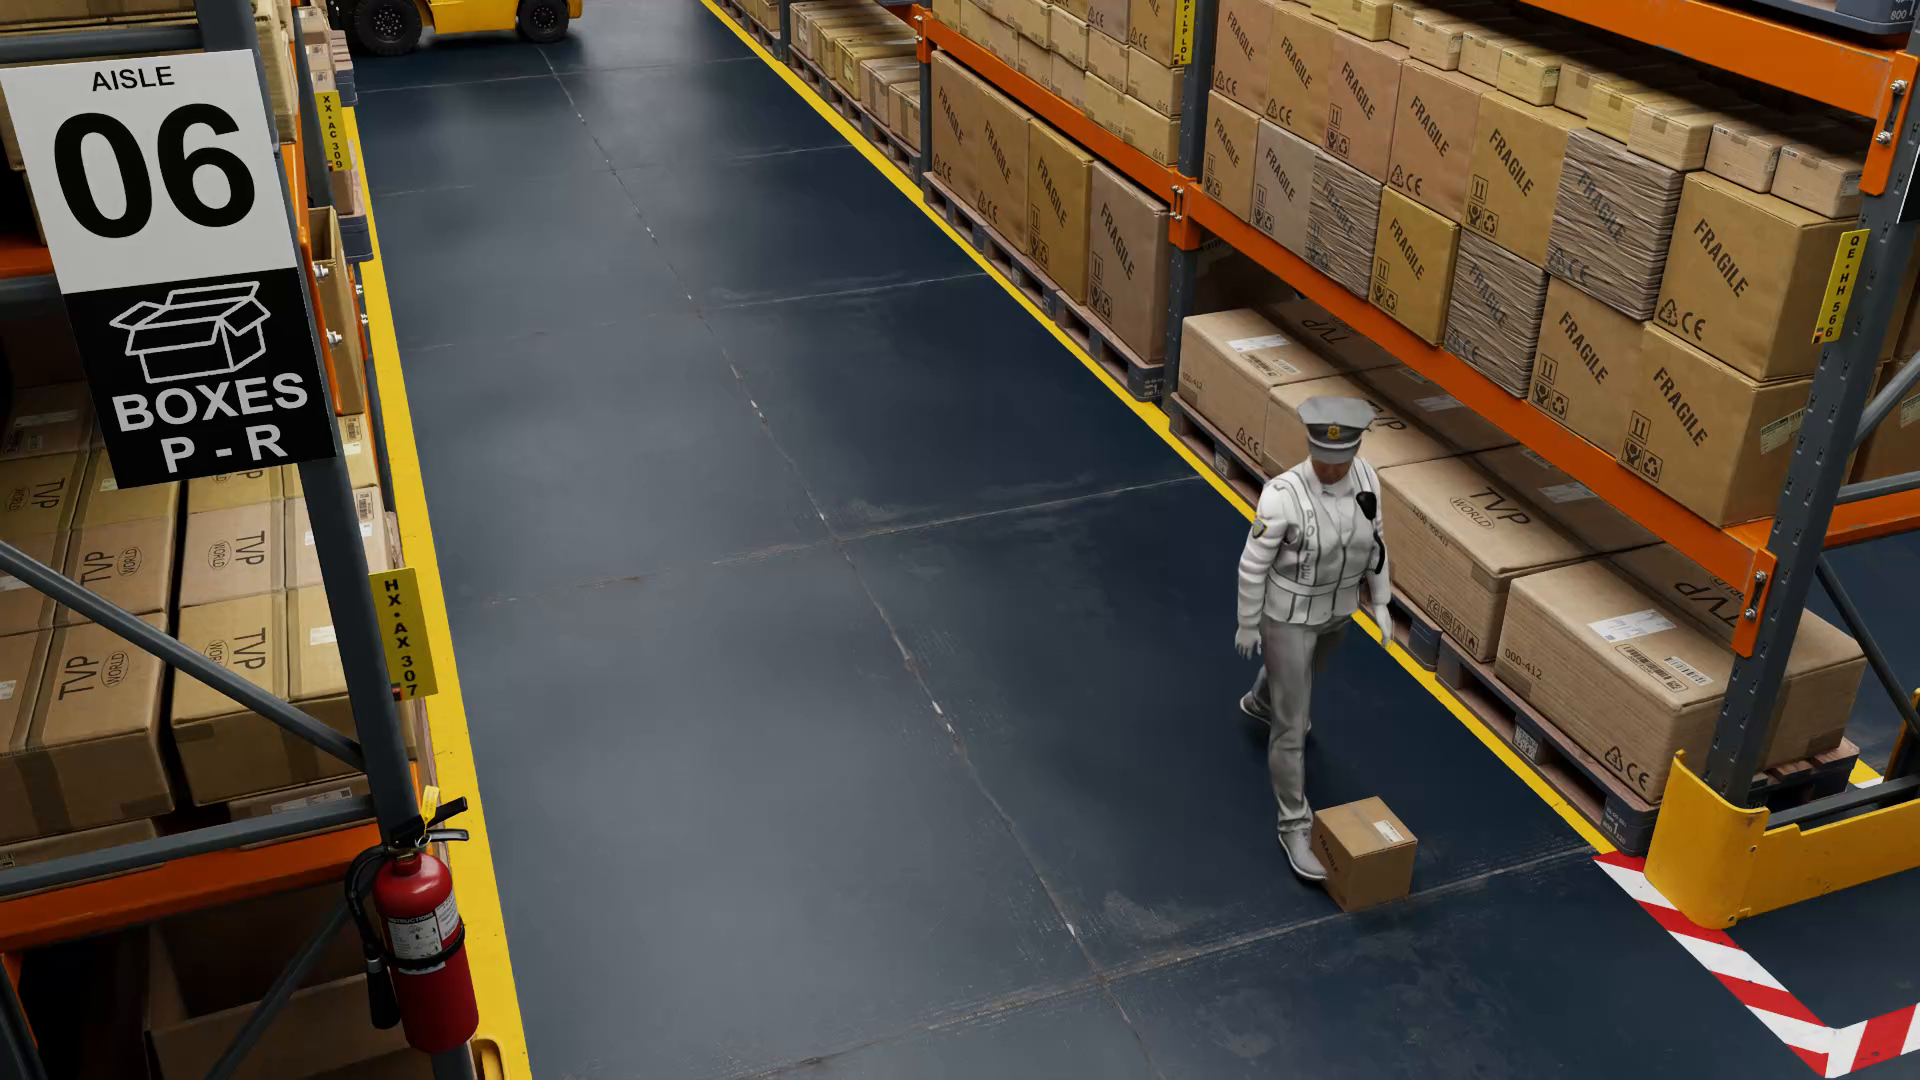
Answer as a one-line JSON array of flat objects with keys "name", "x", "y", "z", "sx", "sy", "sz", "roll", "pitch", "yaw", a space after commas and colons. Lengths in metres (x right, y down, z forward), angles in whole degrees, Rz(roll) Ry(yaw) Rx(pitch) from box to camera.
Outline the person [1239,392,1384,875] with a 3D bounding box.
[{"name": "person", "x": 1.215, "y": 0.219, "z": 5.733, "sx": 0.584, "sy": 1.642, "sz": 0.858, "roll": -15, "pitch": 33, "yaw": -25}]
